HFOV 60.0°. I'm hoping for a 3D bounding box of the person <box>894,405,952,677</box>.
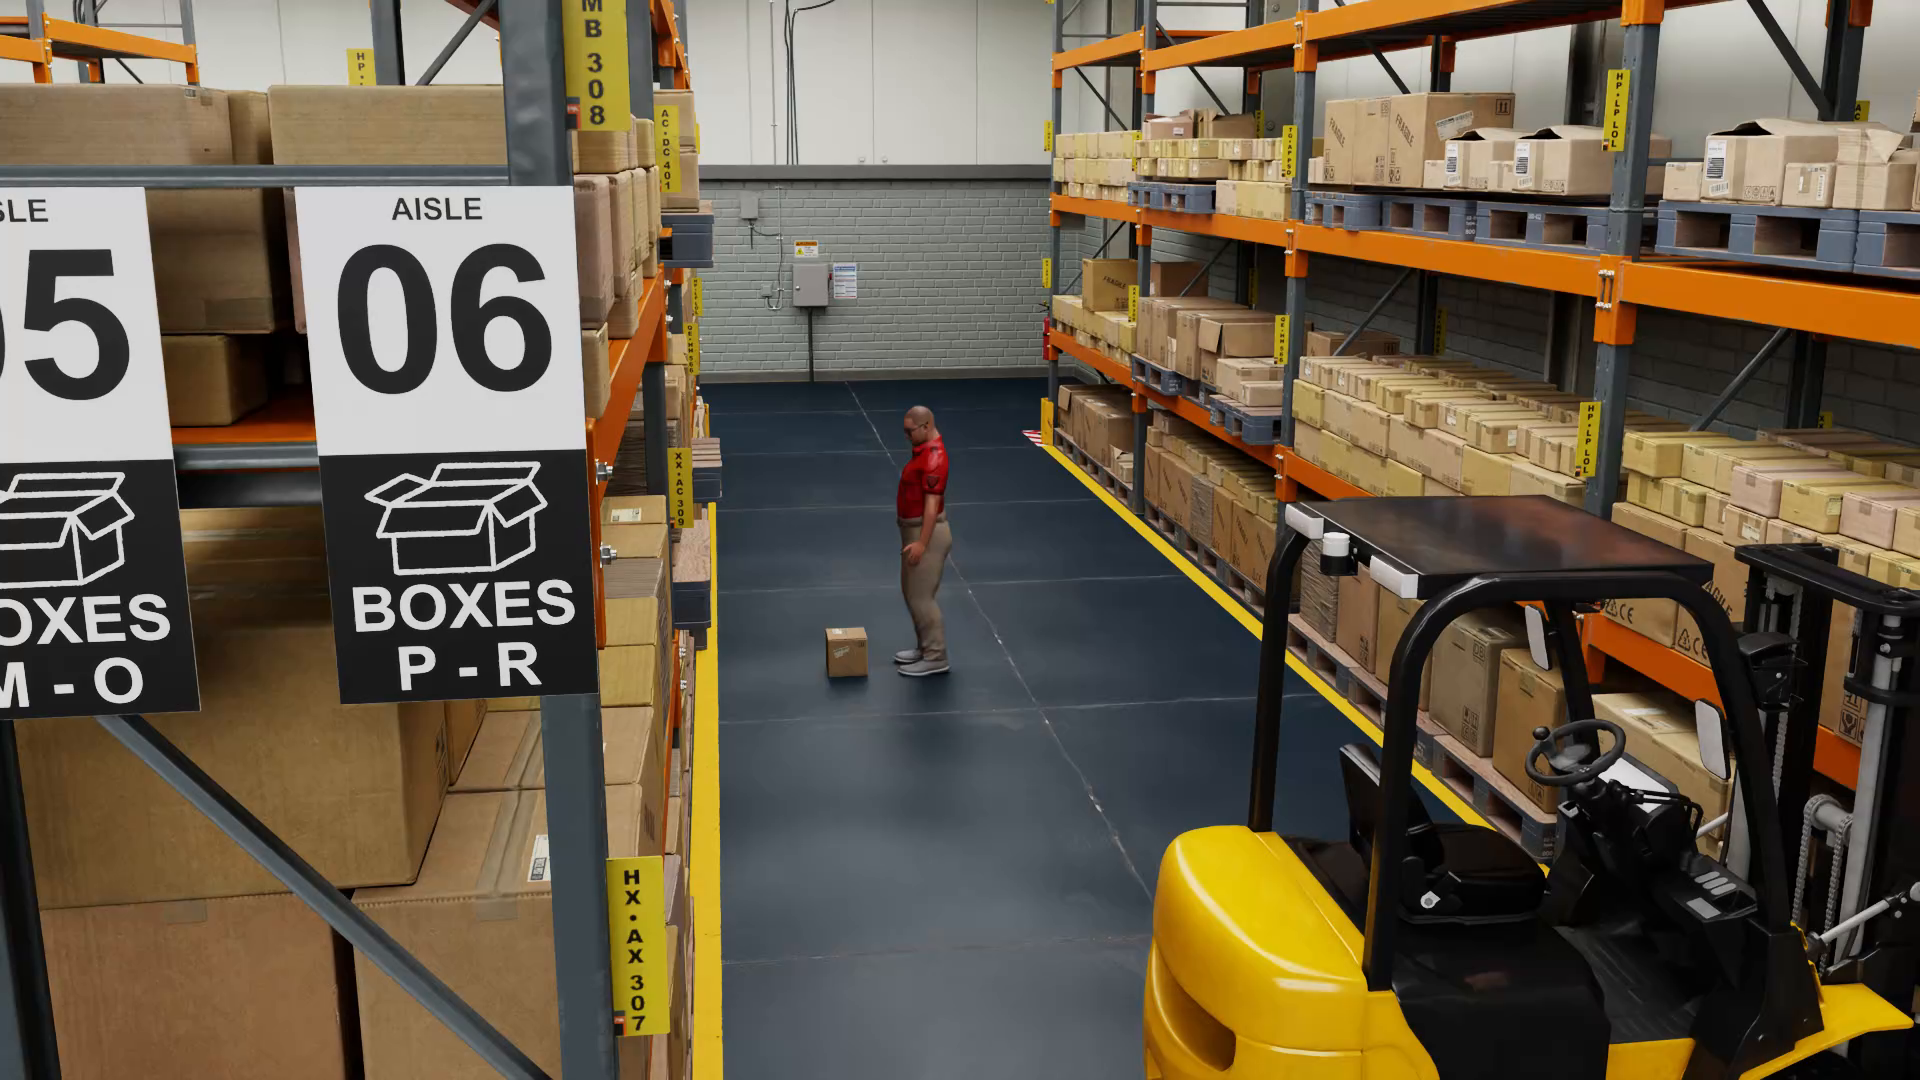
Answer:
[{"bbox_3d":[-0.233,-0.003,10.574,0.357,1.717,0.534,-2,13,-7],"label":"person"}]
